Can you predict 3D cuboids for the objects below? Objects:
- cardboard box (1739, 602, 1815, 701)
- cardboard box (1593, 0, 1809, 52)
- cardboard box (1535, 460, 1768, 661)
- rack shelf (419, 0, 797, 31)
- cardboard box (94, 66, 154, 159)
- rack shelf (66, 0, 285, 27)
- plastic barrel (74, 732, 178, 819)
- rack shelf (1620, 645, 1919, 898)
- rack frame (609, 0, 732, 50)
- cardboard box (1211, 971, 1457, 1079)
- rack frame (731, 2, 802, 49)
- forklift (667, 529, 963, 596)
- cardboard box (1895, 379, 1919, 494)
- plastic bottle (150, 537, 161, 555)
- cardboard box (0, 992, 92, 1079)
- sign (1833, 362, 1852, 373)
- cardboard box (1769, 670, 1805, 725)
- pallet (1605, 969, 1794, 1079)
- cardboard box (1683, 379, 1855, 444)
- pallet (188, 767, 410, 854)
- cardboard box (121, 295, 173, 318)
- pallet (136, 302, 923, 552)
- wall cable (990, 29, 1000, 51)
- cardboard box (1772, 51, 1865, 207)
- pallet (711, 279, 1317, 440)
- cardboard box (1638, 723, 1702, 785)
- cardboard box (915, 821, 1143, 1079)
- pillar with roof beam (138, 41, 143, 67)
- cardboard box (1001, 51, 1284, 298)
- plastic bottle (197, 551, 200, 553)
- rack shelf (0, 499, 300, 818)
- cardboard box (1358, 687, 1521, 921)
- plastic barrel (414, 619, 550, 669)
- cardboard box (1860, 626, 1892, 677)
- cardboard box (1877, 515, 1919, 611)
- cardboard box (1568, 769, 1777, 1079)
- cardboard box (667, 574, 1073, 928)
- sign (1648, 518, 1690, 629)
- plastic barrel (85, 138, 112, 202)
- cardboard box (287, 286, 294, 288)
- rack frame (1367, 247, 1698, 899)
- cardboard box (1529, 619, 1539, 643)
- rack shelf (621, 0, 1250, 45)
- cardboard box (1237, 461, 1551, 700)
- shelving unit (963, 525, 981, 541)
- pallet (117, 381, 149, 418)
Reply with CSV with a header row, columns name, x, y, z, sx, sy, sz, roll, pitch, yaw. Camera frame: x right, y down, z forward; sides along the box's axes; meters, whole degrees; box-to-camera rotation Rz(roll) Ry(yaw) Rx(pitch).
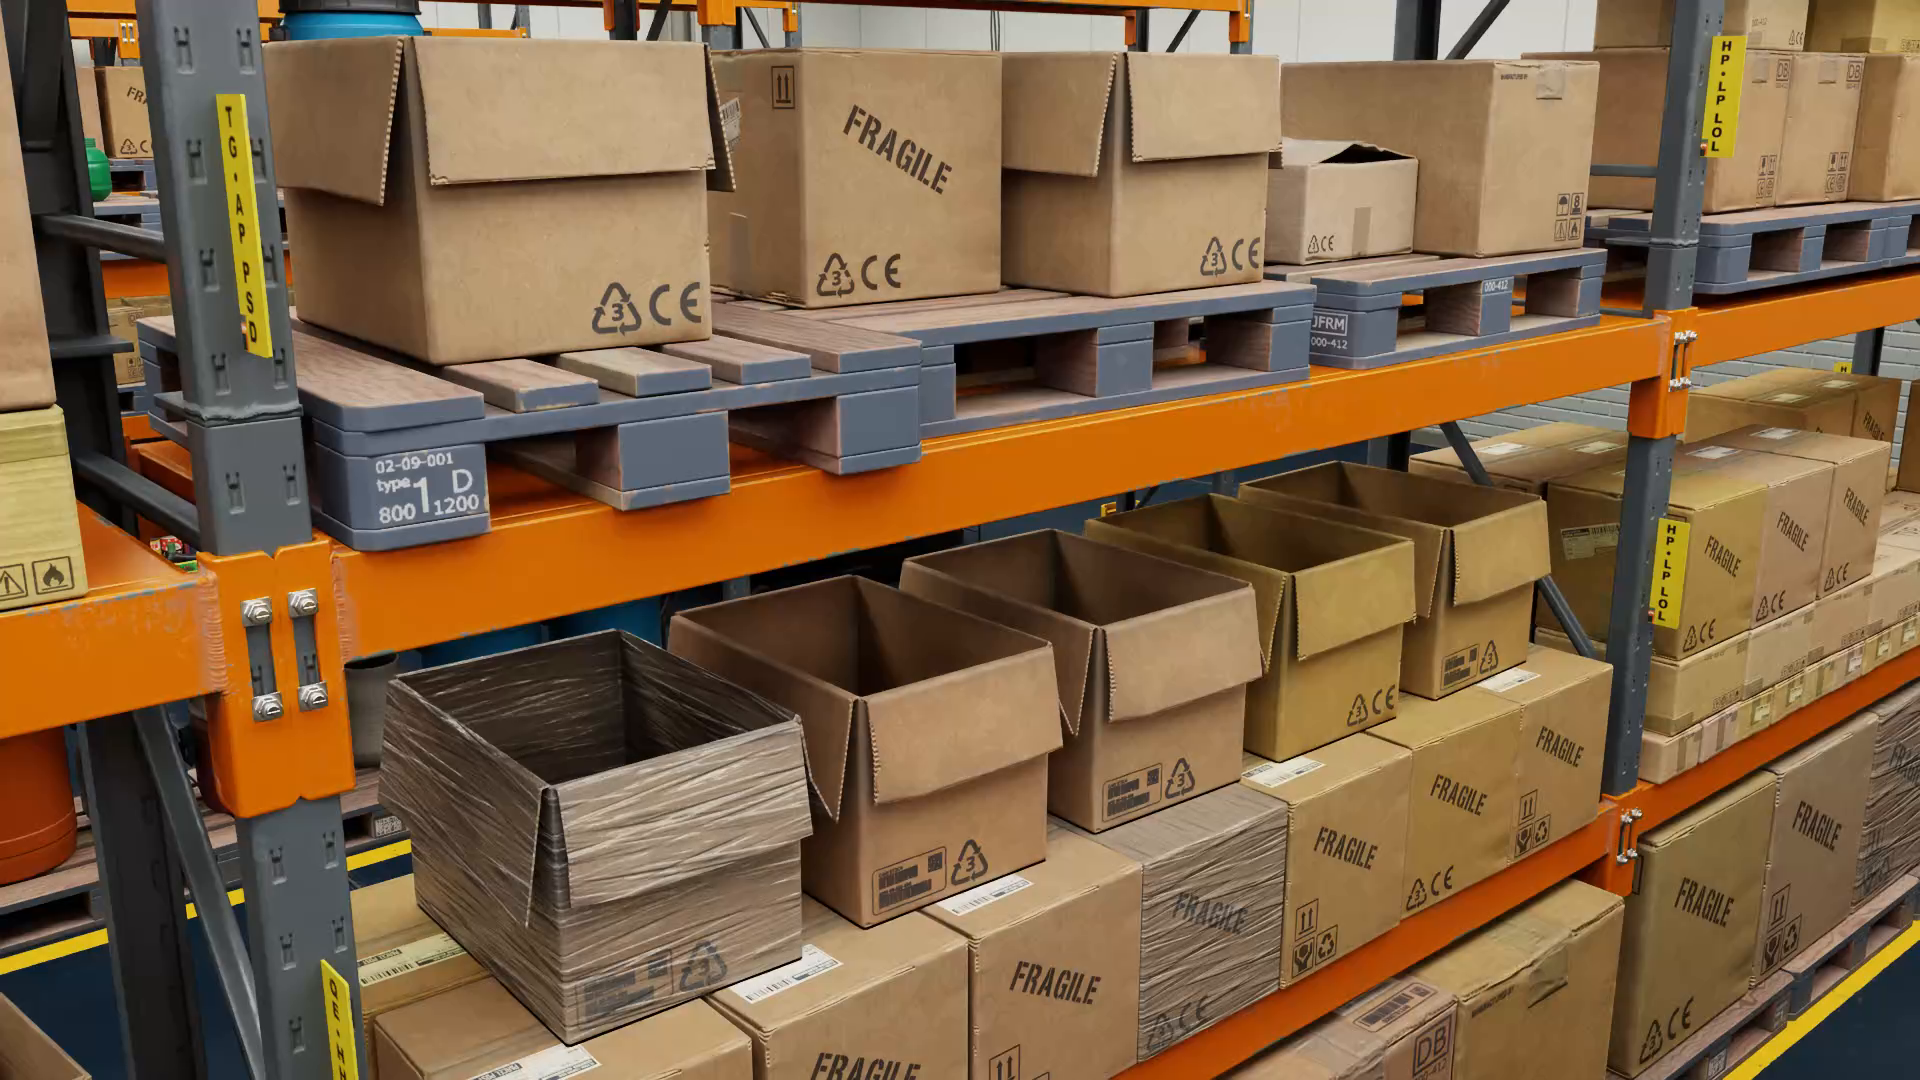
name,x,y,z,sx,sy,sz,roll,pitch,yaw
cardboard box,2.657,0.334,5.901,0.500,0.250,0.500,-13,20,-40
cardboard box,2.466,-1.752,5.529,0.500,0.250,0.500,-14,21,-43
cardboard box,2.281,0.052,5.503,0.500,0.500,0.500,-13,19,-39
rack shelf,-3.239,-4.300,13.311,4.000,0.370,1.077,-13,19,-39
cardboard box,-5.665,-2.972,11.550,0.600,0.600,0.600,-13,20,-40
rack shelf,-6.257,-3.431,10.825,4.000,0.370,1.077,-13,19,-39
plastic barrel,-3.791,1.030,7.587,0.421,0.512,0.421,0,15,0
rack shelf,3.261,0.526,6.862,4.000,0.370,1.077,-13,19,-39
rack frame,-1.499,-3.345,8.337,0.127,3.000,1.000,-13,19,-39
cardboard box,0.609,1.605,4.733,0.875,0.875,1.225,-14,20,-41
rack frame,-1.730,-4.988,14.486,0.127,3.000,1.000,-13,19,-39
forklift,-1.443,-1.091,11.657,3.031,2.935,1.130,-12,19,-37
cardboard box,4.575,-0.460,7.422,0.500,0.500,0.500,-12,19,-39
plastic bottle,-3.778,0.021,7.744,0.097,0.201,0.097,0,15,0
cardboard box,-1.646,1.043,2.526,0.500,0.500,0.500,13,20,40
sign,4.410,-0.726,8.324,0.005,0.325,0.100,-13,19,-39
cardboard box,2.787,0.519,5.981,0.250,0.149,0.380,-13,20,-41
pallet,2.377,1.751,6.286,1.213,0.211,1.003,-13,19,-39
cardboard box,3.466,-0.392,7.164,0.500,0.500,0.500,-13,20,-41
pallet,-3.029,1.231,8.234,1.213,0.211,1.003,-13,19,-39
cardboard box,-5.729,-1.498,12.037,0.500,0.500,0.700,-9,17,-31
pallet,-0.814,-0.283,3.049,1.003,0.211,1.213,-12,19,-37
wall cable,-0.484,-5.340,21.821,0.112,2.526,3.097,-13,19,-39
cardboard box,2.712,-1.466,5.912,0.500,0.500,0.700,-11,19,-37
pallet,0.027,-0.473,3.760,1.213,0.211,1.003,-12,19,-37
cardboard box,2.194,0.653,5.479,0.250,0.149,0.380,-13,19,-39
cardboard box,0.052,0.942,3.718,0.500,0.500,0.500,-13,20,-40
pillar with roof beam,-5.216,-4.723,13.494,0.400,9.000,9.100,-13,19,-39
cardboard box,0.262,-0.857,3.821,0.637,0.503,0.797,-13,20,-40
plastic bottle,-3.249,0.128,7.208,0.097,0.271,0.097,0,15,0
rack shelf,-2.774,0.432,1.402,4.000,0.370,1.077,-13,19,-39
cardboard box,1.201,0.684,4.684,0.500,0.500,0.500,-12,19,-38
plastic barrel,-2.455,0.573,8.546,0.708,0.901,0.600,-13,19,-39
cardboard box,3.369,0.389,6.468,0.250,0.149,0.380,-13,20,-41
cardboard box,3.812,0.074,6.874,0.500,0.250,0.500,-14,20,-41
cardboard box,2.303,1.245,6.081,0.875,0.875,0.875,-13,19,-39
cardboard box,-0.210,0.431,3.685,0.637,0.503,0.797,-12,19,-38
sign,2.116,0.100,4.973,0.005,0.325,0.100,-13,19,-39
plastic barrel,-3.566,-1.481,6.657,0.294,0.245,0.294,0,15,0
cardboard box,-7.028,-2.732,17.084,0.700,0.700,0.980,-13,20,-41
rack frame,1.752,0.517,5.501,0.127,3.000,1.000,-13,19,-39
cardboard box,1.913,0.320,5.953,0.500,0.250,0.500,-13,20,-40
rack shelf,0.010,-3.143,9.750,4.000,0.370,1.077,-13,19,-39
cardboard box,1.276,0.094,4.948,0.637,0.503,0.797,-13,20,-41
shelving unit,0.006,-0.436,13.139,0.210,0.900,0.258,-13,20,-39
pallet,-6.301,-0.972,11.448,1.213,0.211,1.003,-13,19,-39
